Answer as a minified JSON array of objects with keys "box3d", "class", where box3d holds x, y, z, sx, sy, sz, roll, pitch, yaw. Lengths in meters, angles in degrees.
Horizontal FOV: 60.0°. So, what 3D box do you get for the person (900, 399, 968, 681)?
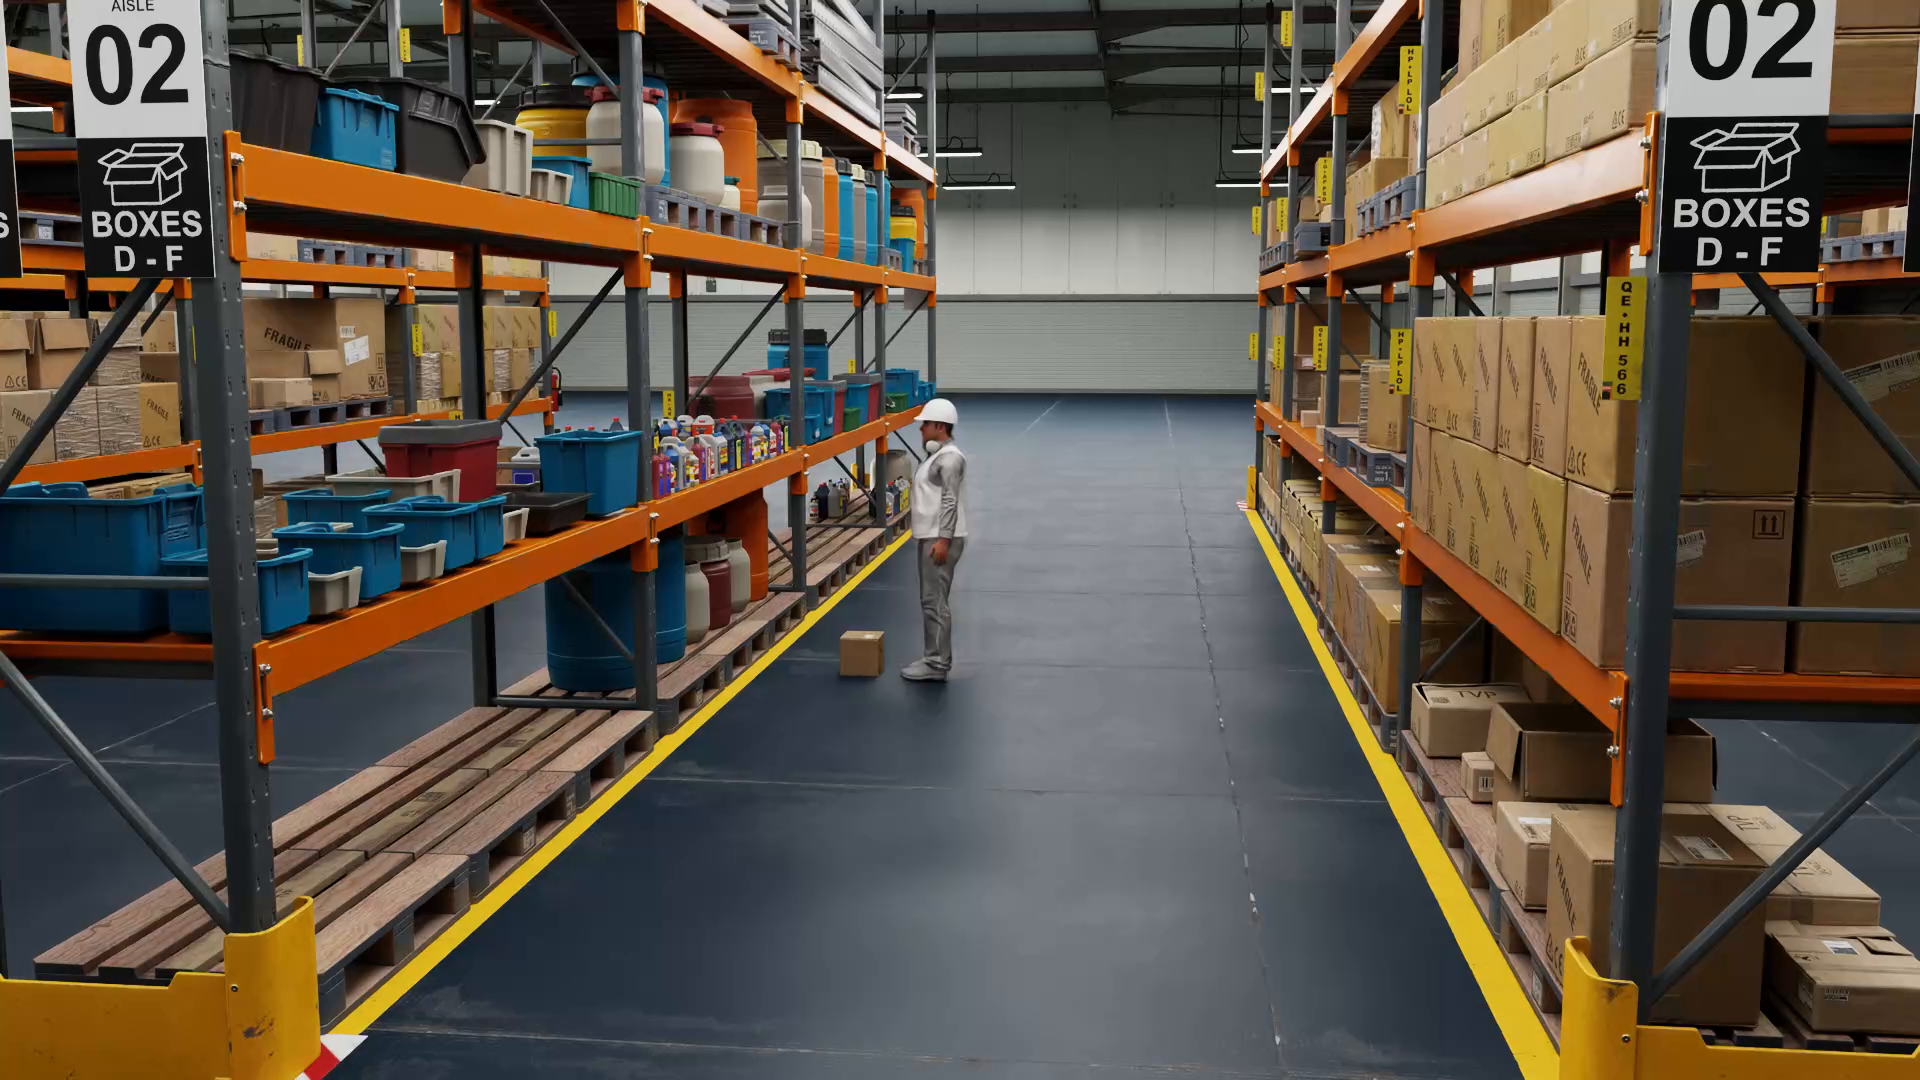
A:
[{"box3d":[-0.185,-0.015,10.710,0.445,1.782,0.555,-1,8,-9],"class":"person"}]
